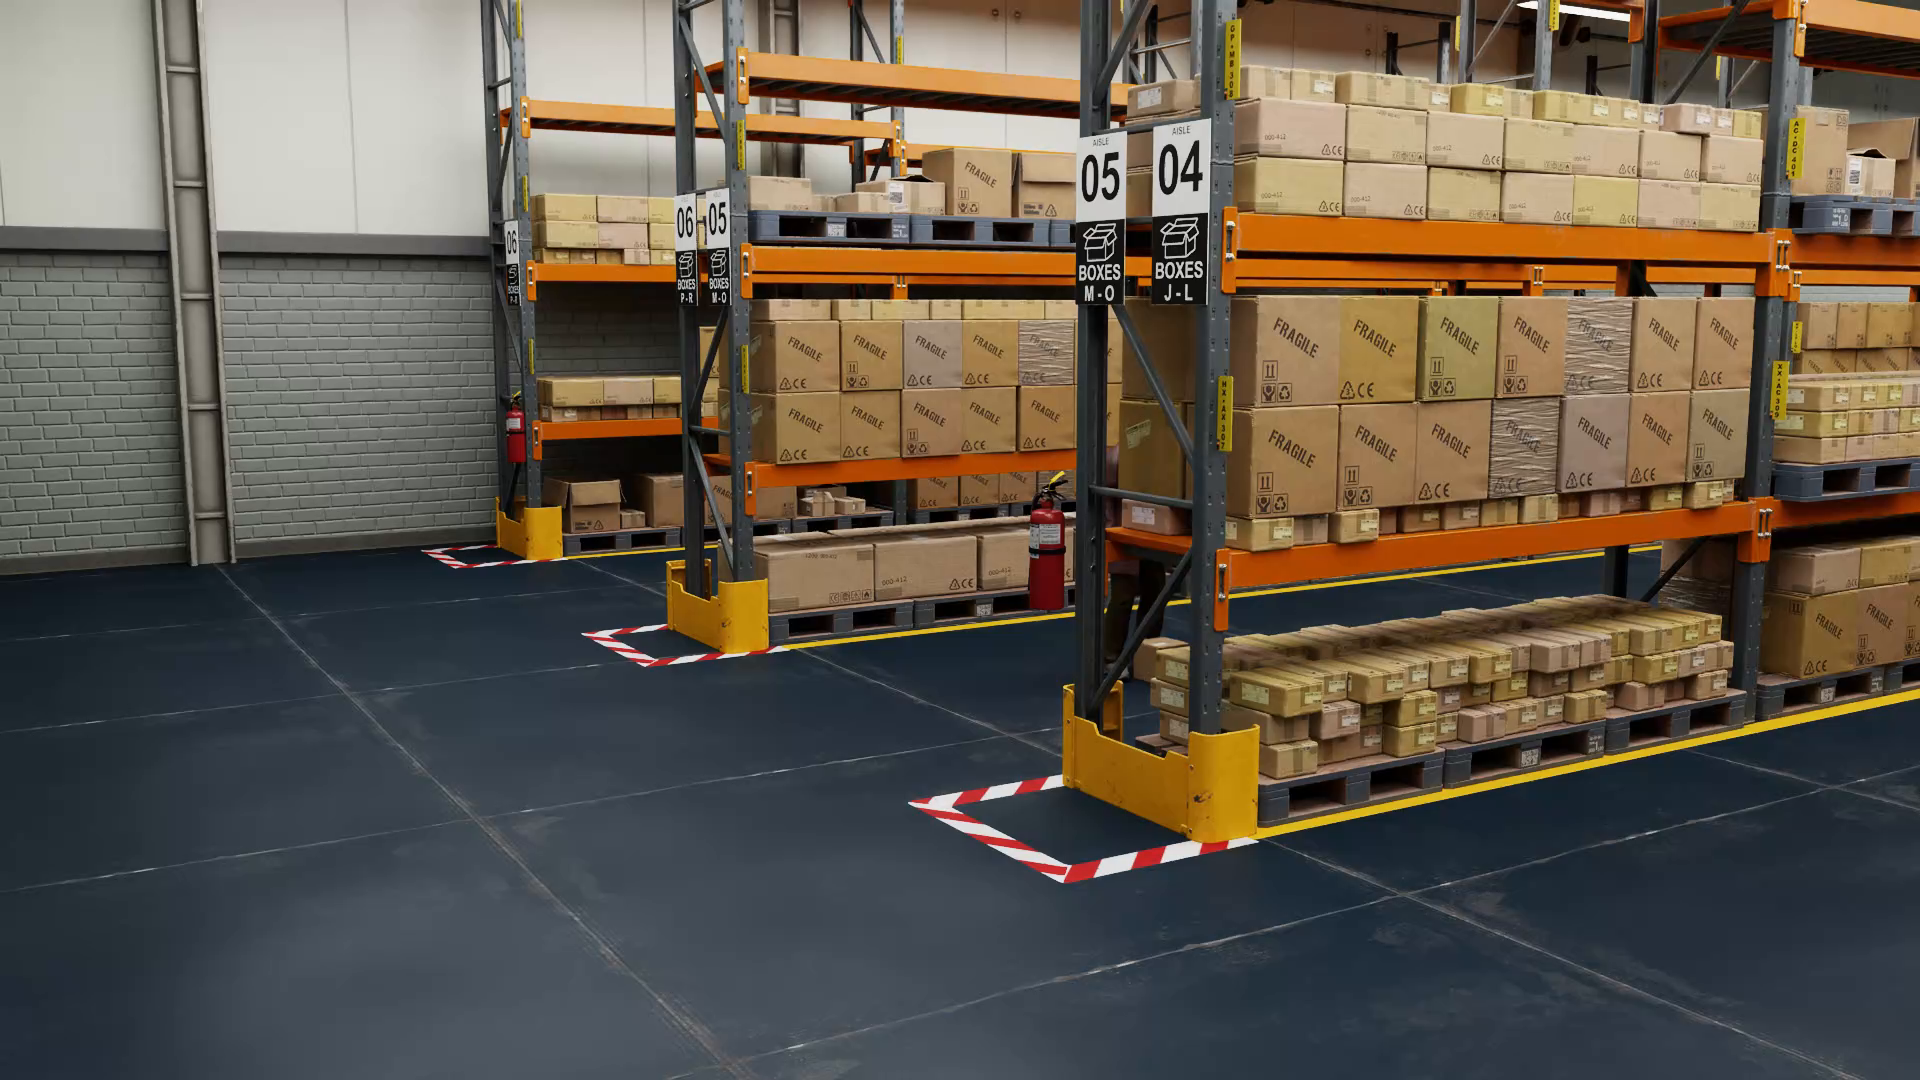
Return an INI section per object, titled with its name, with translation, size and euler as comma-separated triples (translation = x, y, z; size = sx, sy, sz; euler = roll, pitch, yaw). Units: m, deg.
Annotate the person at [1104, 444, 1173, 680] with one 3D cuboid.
[person]
translation = 1.176, -0.001, 10.881
size = 0.648, 1.772, 0.429
euler = -6, 10, -34
